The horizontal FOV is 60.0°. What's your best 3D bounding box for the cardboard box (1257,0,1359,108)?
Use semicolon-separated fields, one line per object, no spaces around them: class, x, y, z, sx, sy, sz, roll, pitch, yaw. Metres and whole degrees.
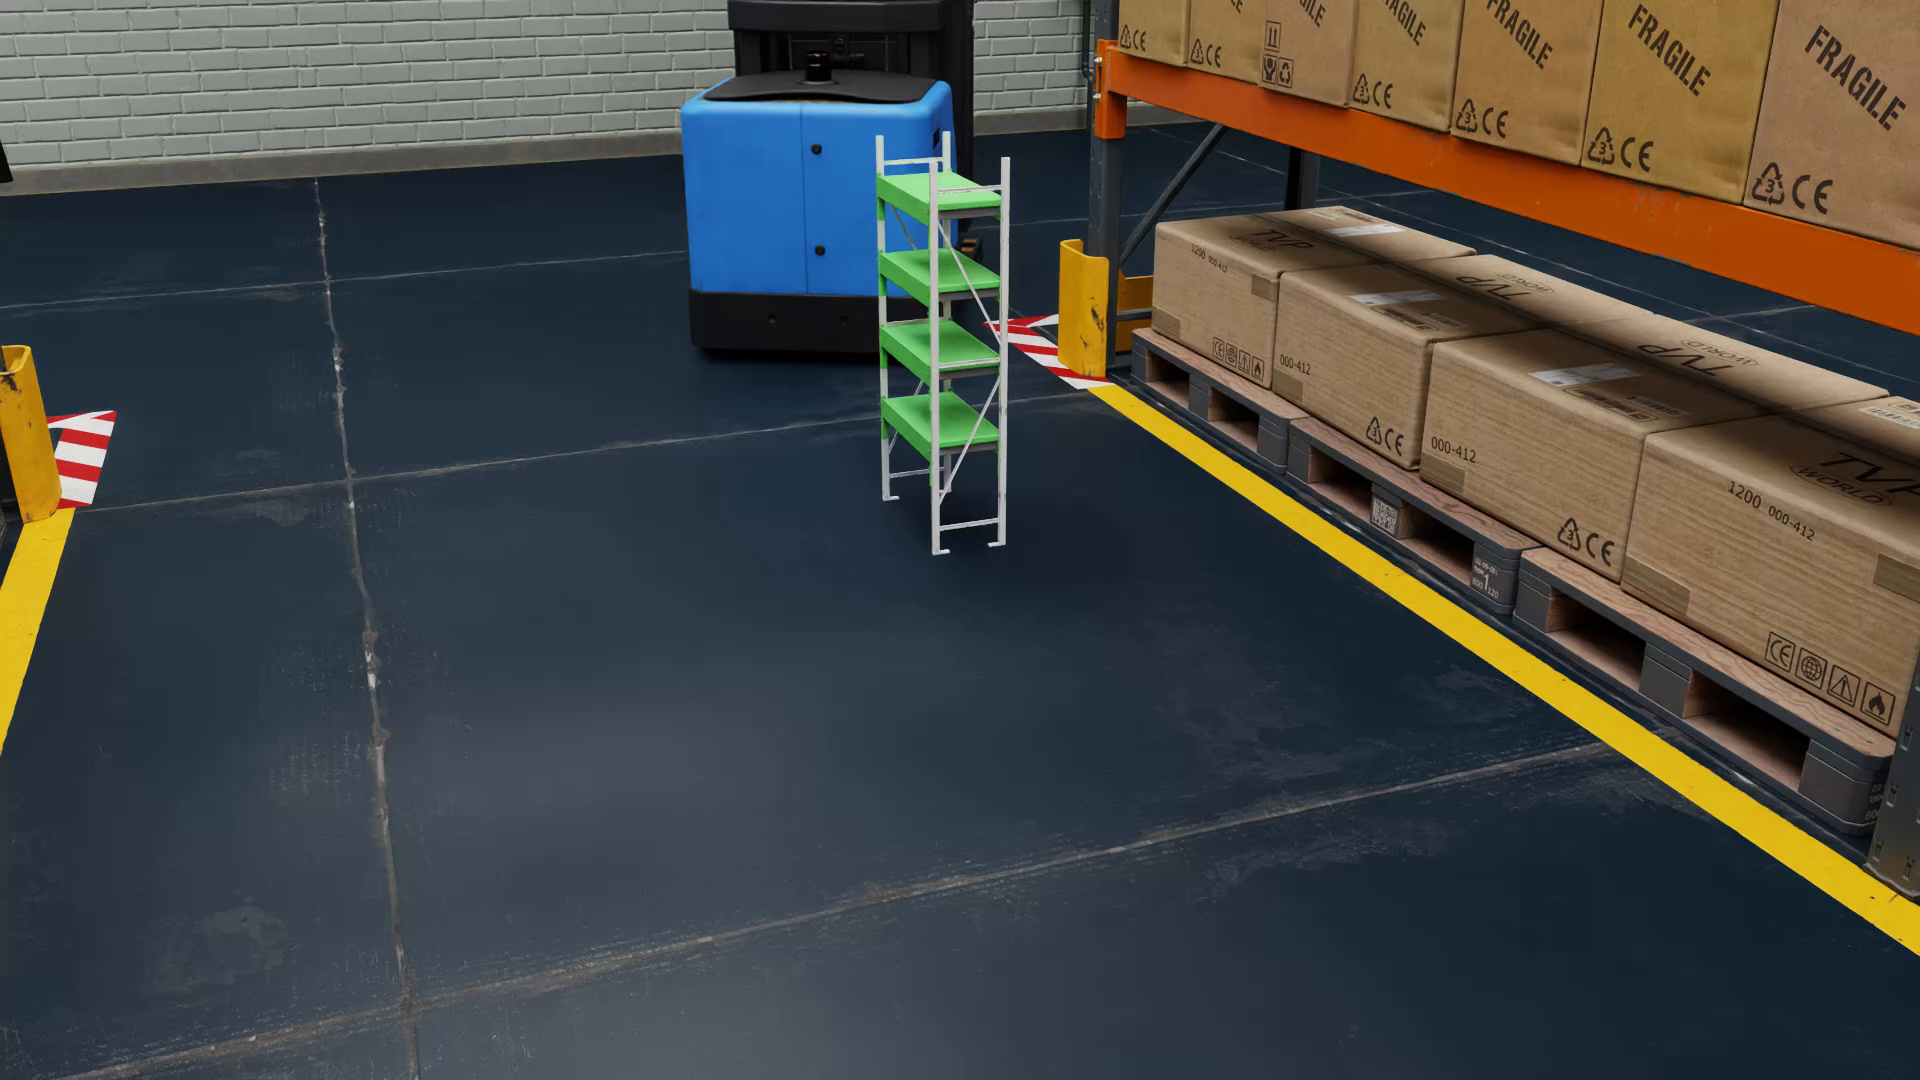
cardboard box;1.280;-1.638;5.144;0.500;0.500;0.500;-8;24;-19

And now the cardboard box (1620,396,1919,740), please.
cardboard box;2.303;0.025;4.086;0.875;0.438;0.875;-9;24;-20

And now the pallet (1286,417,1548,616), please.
pallet;1.794;-0.165;5.370;1.003;0.211;1.213;-8;24;-19

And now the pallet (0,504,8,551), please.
pallet;-3.303;0.156;4.608;1.003;0.211;1.213;-8;24;-19

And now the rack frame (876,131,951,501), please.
rack frame;-0.145;-0.702;5.370;0.240;1.200;0.015;-8;24;-19

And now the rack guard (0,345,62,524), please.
rack guard;-3.557;-0.277;5.264;1.175;0.500;0.348;-8;24;-19

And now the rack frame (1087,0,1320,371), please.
rack frame;1.012;-2.172;6.542;1.000;3.000;0.127;-8;24;-19

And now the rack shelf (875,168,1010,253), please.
rack shelf;-0.058;-0.996;4.998;0.258;0.148;0.480;-8;24;-19

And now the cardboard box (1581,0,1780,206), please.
cardboard box;1.835;-1.085;3.833;0.500;0.500;0.500;-9;24;-20

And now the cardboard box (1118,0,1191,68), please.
cardboard box;0.913;-2.005;6.016;0.500;0.500;0.500;-9;24;-19

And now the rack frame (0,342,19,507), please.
rack frame;-3.584;-1.457;4.844;1.000;3.000;0.127;-8;24;-19

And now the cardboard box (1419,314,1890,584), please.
cardboard box;1.986;-0.300;4.858;0.875;0.438;0.875;-9;25;-21

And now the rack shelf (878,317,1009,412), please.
rack shelf;-0.058;-0.554;5.184;0.258;0.148;0.480;-8;24;-19

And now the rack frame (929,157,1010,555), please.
rack frame;0.028;-0.524;4.949;0.240;1.200;0.015;-8;24;-19

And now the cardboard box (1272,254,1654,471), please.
cardboard box;1.669;-0.628;5.636;0.875;0.438;0.875;-8;24;-18

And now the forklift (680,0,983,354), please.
forklift;-0.471;-2.655;7.776;1.130;2.935;3.031;2;23;6

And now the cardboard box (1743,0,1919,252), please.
cardboard box;2.022;-0.899;3.391;0.500;0.500;0.500;-8;24;-19

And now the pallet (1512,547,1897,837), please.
pallet;2.229;0.279;4.317;1.003;0.211;1.213;-8;24;-19

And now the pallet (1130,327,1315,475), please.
pallet;1.367;-0.608;6.420;1.003;0.211;1.213;-8;24;-19

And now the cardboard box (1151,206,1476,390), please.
cardboard box;1.338;-0.959;6.422;0.875;0.438;0.875;-9;25;-21

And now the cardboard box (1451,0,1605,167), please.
cardboard box;1.643;-1.265;4.262;0.500;0.500;0.500;-9;24;-20

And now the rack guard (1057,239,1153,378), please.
rack guard;1.003;-1.029;7.049;1.175;0.500;0.348;-8;24;-19

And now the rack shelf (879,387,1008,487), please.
rack shelf;-0.058;-0.333;5.278;0.258;0.148;0.480;-8;24;-19

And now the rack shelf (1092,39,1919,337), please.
rack shelf;1.718;-1.114;4.958;1.077;0.370;4.000;-8;24;-19

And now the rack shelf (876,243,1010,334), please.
rack shelf;-0.058;-0.775;5.091;0.258;0.148;0.480;-8;24;-19

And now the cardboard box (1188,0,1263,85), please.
cardboard box;1.117;-1.825;5.589;0.500;0.500;0.500;-9;24;-20

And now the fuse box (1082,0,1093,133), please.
fuse box;1.015;-3.860;12.204;0.539;1.711;0.414;-8;24;-19

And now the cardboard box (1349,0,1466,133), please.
cardboard box;1.473;-1.458;4.718;0.500;0.500;0.500;-8;24;-17

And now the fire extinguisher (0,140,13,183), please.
fire extinguisher;-3.241;-1.404;5.299;0.296;0.674;0.183;-8;24;-19

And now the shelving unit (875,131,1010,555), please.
shelving unit;-0.058;-0.613;5.160;0.258;1.200;0.503;-8;24;-19

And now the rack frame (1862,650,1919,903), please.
rack frame;2.425;-0.719;3.094;1.000;3.000;0.127;-8;24;-19
